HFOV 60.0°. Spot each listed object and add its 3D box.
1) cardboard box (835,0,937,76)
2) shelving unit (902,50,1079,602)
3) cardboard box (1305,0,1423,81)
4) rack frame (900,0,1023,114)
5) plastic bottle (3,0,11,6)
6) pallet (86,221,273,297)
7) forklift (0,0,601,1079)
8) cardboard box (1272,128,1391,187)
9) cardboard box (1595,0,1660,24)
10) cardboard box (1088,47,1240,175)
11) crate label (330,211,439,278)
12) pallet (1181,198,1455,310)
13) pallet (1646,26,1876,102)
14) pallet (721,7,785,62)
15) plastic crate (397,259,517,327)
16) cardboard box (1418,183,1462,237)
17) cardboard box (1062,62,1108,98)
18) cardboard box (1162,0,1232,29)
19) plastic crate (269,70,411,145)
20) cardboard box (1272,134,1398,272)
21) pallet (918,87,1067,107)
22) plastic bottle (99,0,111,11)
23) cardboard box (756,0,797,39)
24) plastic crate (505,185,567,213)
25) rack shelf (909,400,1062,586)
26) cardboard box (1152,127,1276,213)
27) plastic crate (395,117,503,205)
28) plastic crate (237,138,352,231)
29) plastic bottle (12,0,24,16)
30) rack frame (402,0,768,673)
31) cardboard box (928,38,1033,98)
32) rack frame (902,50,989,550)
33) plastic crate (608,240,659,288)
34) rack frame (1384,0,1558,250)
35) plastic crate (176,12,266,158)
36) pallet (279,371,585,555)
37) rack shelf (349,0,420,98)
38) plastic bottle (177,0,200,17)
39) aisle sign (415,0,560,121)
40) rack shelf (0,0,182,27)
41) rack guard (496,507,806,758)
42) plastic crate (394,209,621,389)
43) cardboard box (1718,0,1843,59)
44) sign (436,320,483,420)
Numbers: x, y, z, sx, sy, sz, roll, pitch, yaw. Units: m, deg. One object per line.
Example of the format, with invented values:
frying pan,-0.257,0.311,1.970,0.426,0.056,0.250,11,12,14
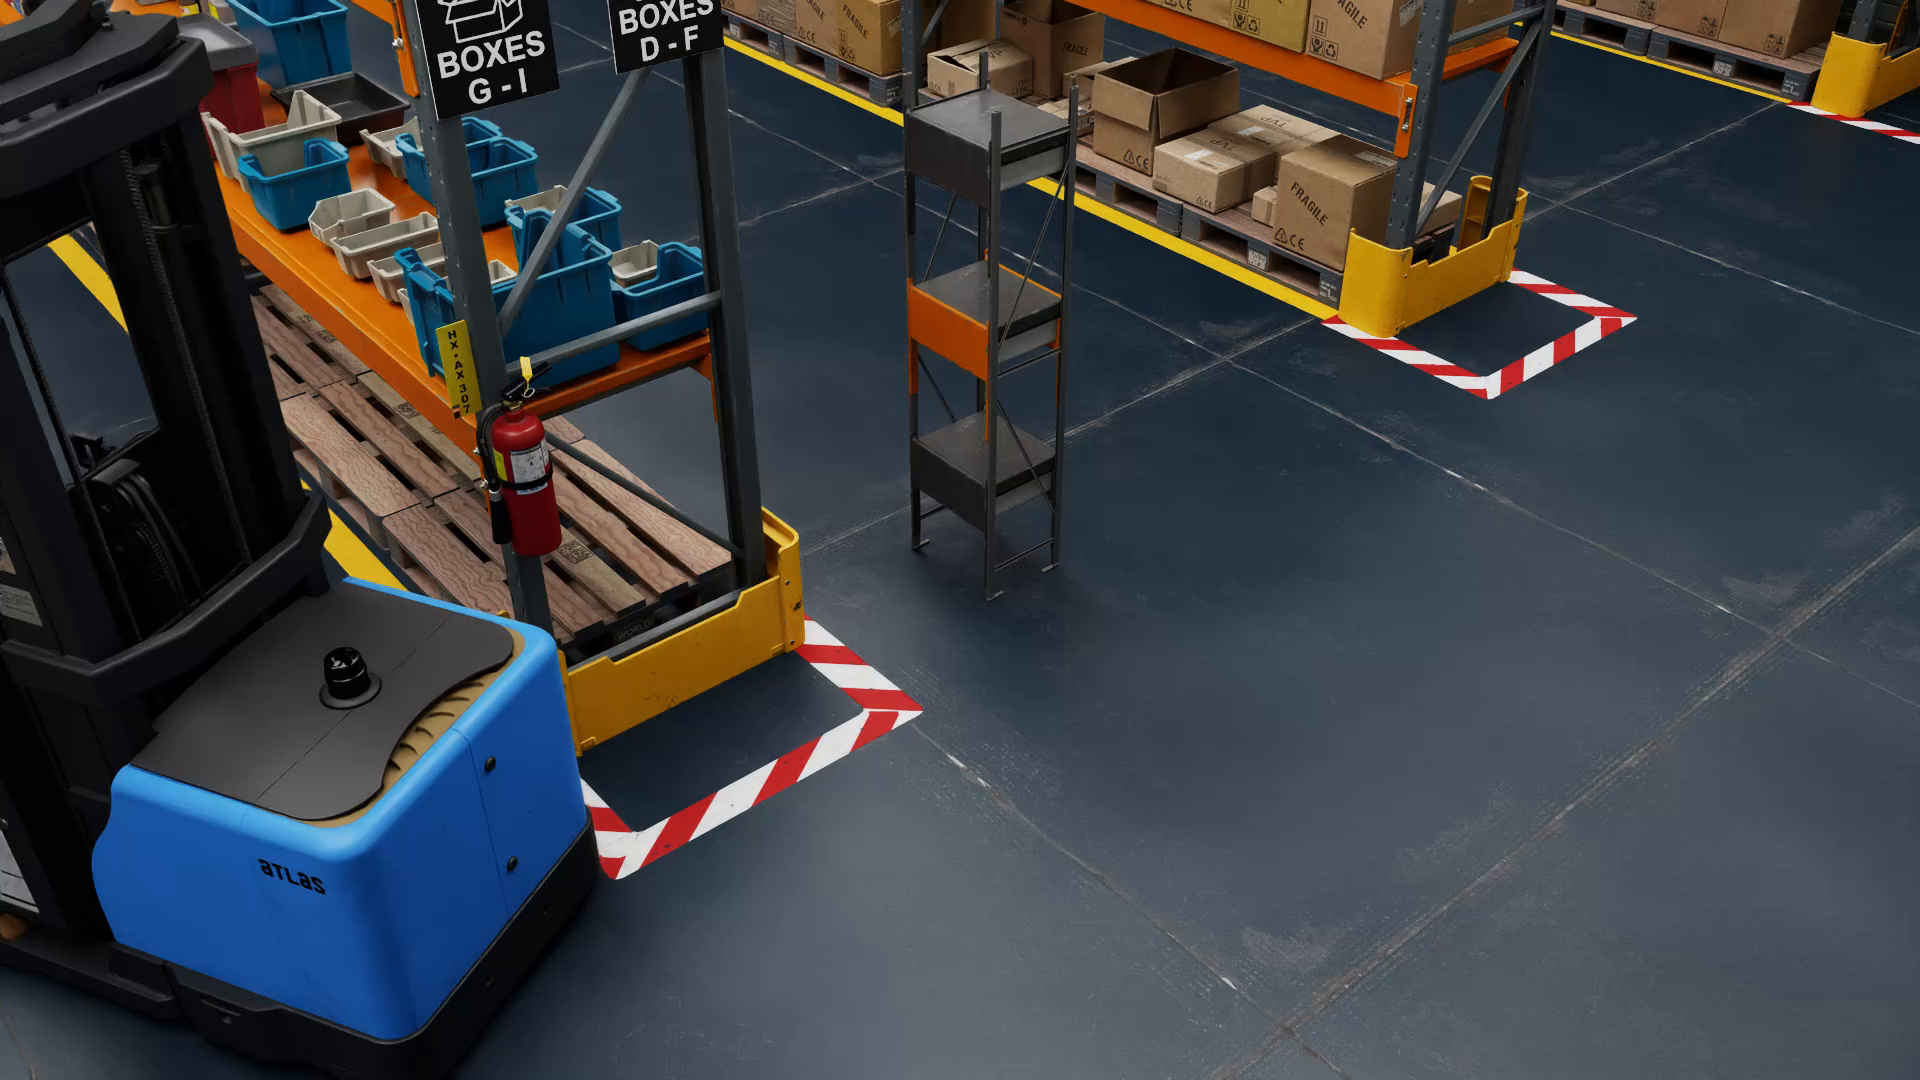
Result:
cardboard box,-0.509,-3.566,11.472,0.500,0.500,0.500,-26,43,-32
shelving unit,0.107,-0.784,6.540,0.431,2.100,0.503,-26,43,-32
cardboard box,2.112,-2.667,8.334,0.500,0.500,0.500,-25,42,-30
rack frame,0.028,-4.296,10.720,1.000,3.000,0.127,-26,43,-32
plastic bottle,-5.241,-3.087,9.114,0.061,0.283,0.133,-26,43,-32
pallet,-4.224,-1.668,9.423,1.003,0.211,1.213,-26,43,-32
forklift,-2.771,-0.104,4.861,3.031,2.935,1.130,13,37,18
cardboard box,2.152,-2.154,9.694,0.500,0.250,0.500,-26,43,-32
cardboard box,5.215,-4.245,12.448,0.700,0.500,0.500,-28,44,-33
cardboard box,1.244,-2.629,10.146,0.797,0.503,0.637,-26,43,-32
crate label,-2.216,-1.140,6.441,0.396,0.136,0.243,-26,43,-32
pallet,2.045,-1.777,9.576,1.003,0.211,1.213,-26,43,-32
pallet,5.815,-3.565,12.101,1.003,0.211,1.213,-26,43,-32
pallet,-1.317,-4.042,12.774,1.003,0.211,1.213,-26,43,-32
plastic crate,-1.842,-0.893,6.092,0.396,0.136,0.243,-26,43,-32
cardboard box,2.602,-1.859,9.365,0.380,0.149,0.250,-26,43,-32
cardboard box,0.900,-3.023,11.009,0.380,0.149,0.250,-26,43,-32
cardboard box,1.457,-3.117,8.969,0.500,0.500,0.500,-26,43,-31
plastic crate,-2.831,-1.968,7.620,0.437,0.125,0.590,-26,43,-32
cardboard box,2.070,-1.837,9.031,0.500,0.500,0.500,-26,43,-32
pallet,0.470,-2.854,11.098,1.003,0.211,1.213,-26,43,-32
plastic bottle,-4.491,-2.767,8.605,0.144,0.351,0.185,-26,43,-32
cardboard box,-1.145,-4.009,12.098,0.500,0.500,0.500,-25,43,-31
plastic crate,-1.666,-1.305,6.673,0.250,0.136,0.298,-26,43,-32
rack shelf,0.107,-0.201,6.952,0.431,0.518,0.480,-26,43,-32
cardboard box,1.480,-2.166,9.711,0.500,0.250,0.500,-26,43,-32
plastic crate,-2.128,-1.586,6.987,0.416,0.233,0.300,-26,43,-32
plastic crate,-2.698,-1.451,6.797,0.416,0.233,0.300,-26,43,-32
plastic bottle,-5.057,-2.999,8.996,0.152,0.276,0.135,-26,43,-32
rack frame,-1.177,-0.684,5.620,1.000,3.000,0.127,-26,43,-32
cardboard box,0.134,-3.112,10.995,0.500,0.311,0.500,-26,43,-32
rack frame,-0.051,-0.892,6.692,0.400,2.100,0.015,-26,43,-32
plastic crate,-1.229,-1.005,6.250,0.250,0.136,0.298,-26,43,-32
rack frame,2.609,-2.530,8.227,1.000,3.000,0.127,-26,43,-32
plastic crate,-3.374,-2.013,7.389,0.402,0.464,0.583,-26,43,-32
pallet,-2.463,-0.463,7.721,1.003,0.211,1.213,-26,43,-32
rack shelf,-2.468,-2.497,6.208,1.077,0.370,4.000,-26,43,-32
plastic bottle,-4.085,-2.822,8.811,0.097,0.201,0.097,0,35,0
aisle sign,-1.354,-1.604,4.670,0.394,0.787,0.004,-26,43,-32
rack shelf,-5.049,-3.039,9.569,1.077,0.370,4.000,-26,43,-32
rack guard,-1.152,0.342,6.335,1.175,0.500,0.348,-26,43,-32
plastic crate,-1.536,-0.801,5.703,0.616,0.435,0.499,-26,43,-32
cardboard box,5.863,-3.802,11.822,0.700,0.500,0.500,-26,43,-32
sign,-1.587,-0.538,5.273,0.100,0.325,0.005,-26,43,-32
